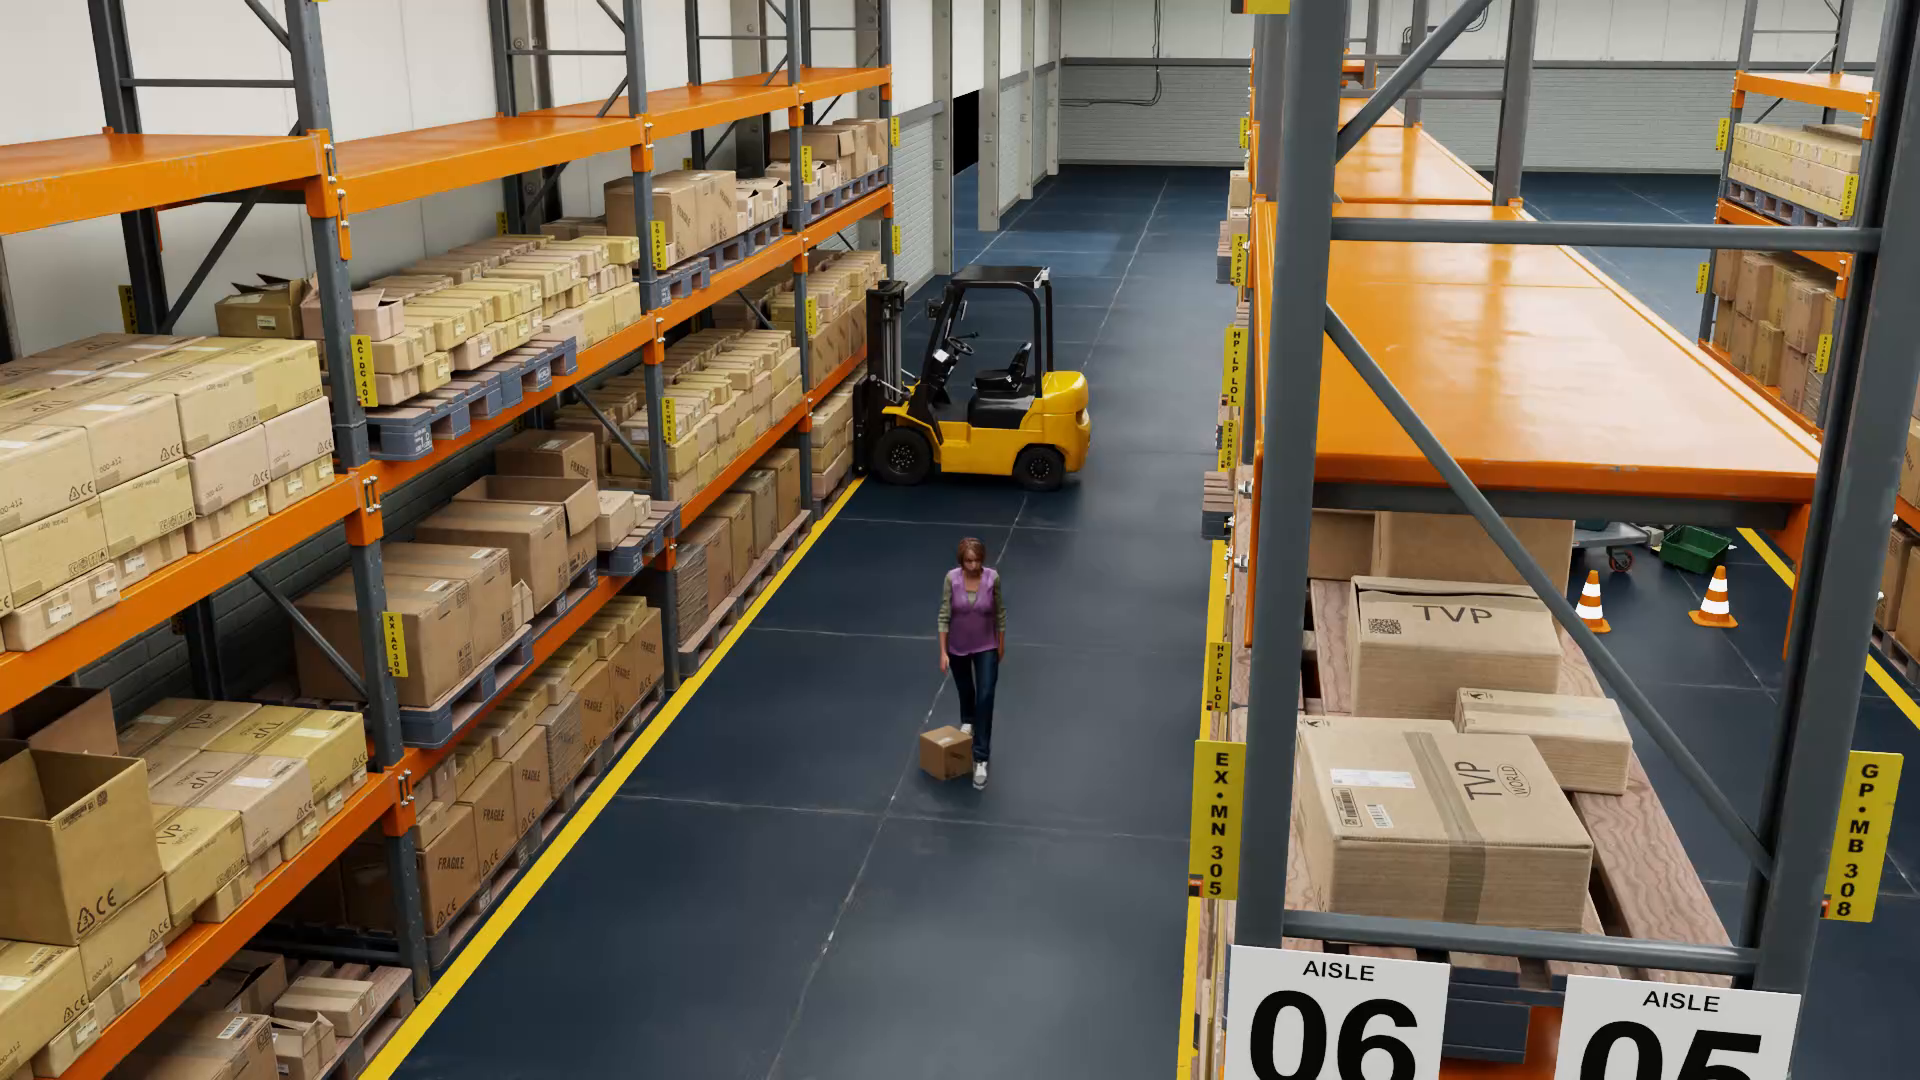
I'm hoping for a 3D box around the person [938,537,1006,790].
[{"bbox_3d":[0.078,0.723,10.885,0.436,1.575,0.880,2,18,6],"label":"person"}]
